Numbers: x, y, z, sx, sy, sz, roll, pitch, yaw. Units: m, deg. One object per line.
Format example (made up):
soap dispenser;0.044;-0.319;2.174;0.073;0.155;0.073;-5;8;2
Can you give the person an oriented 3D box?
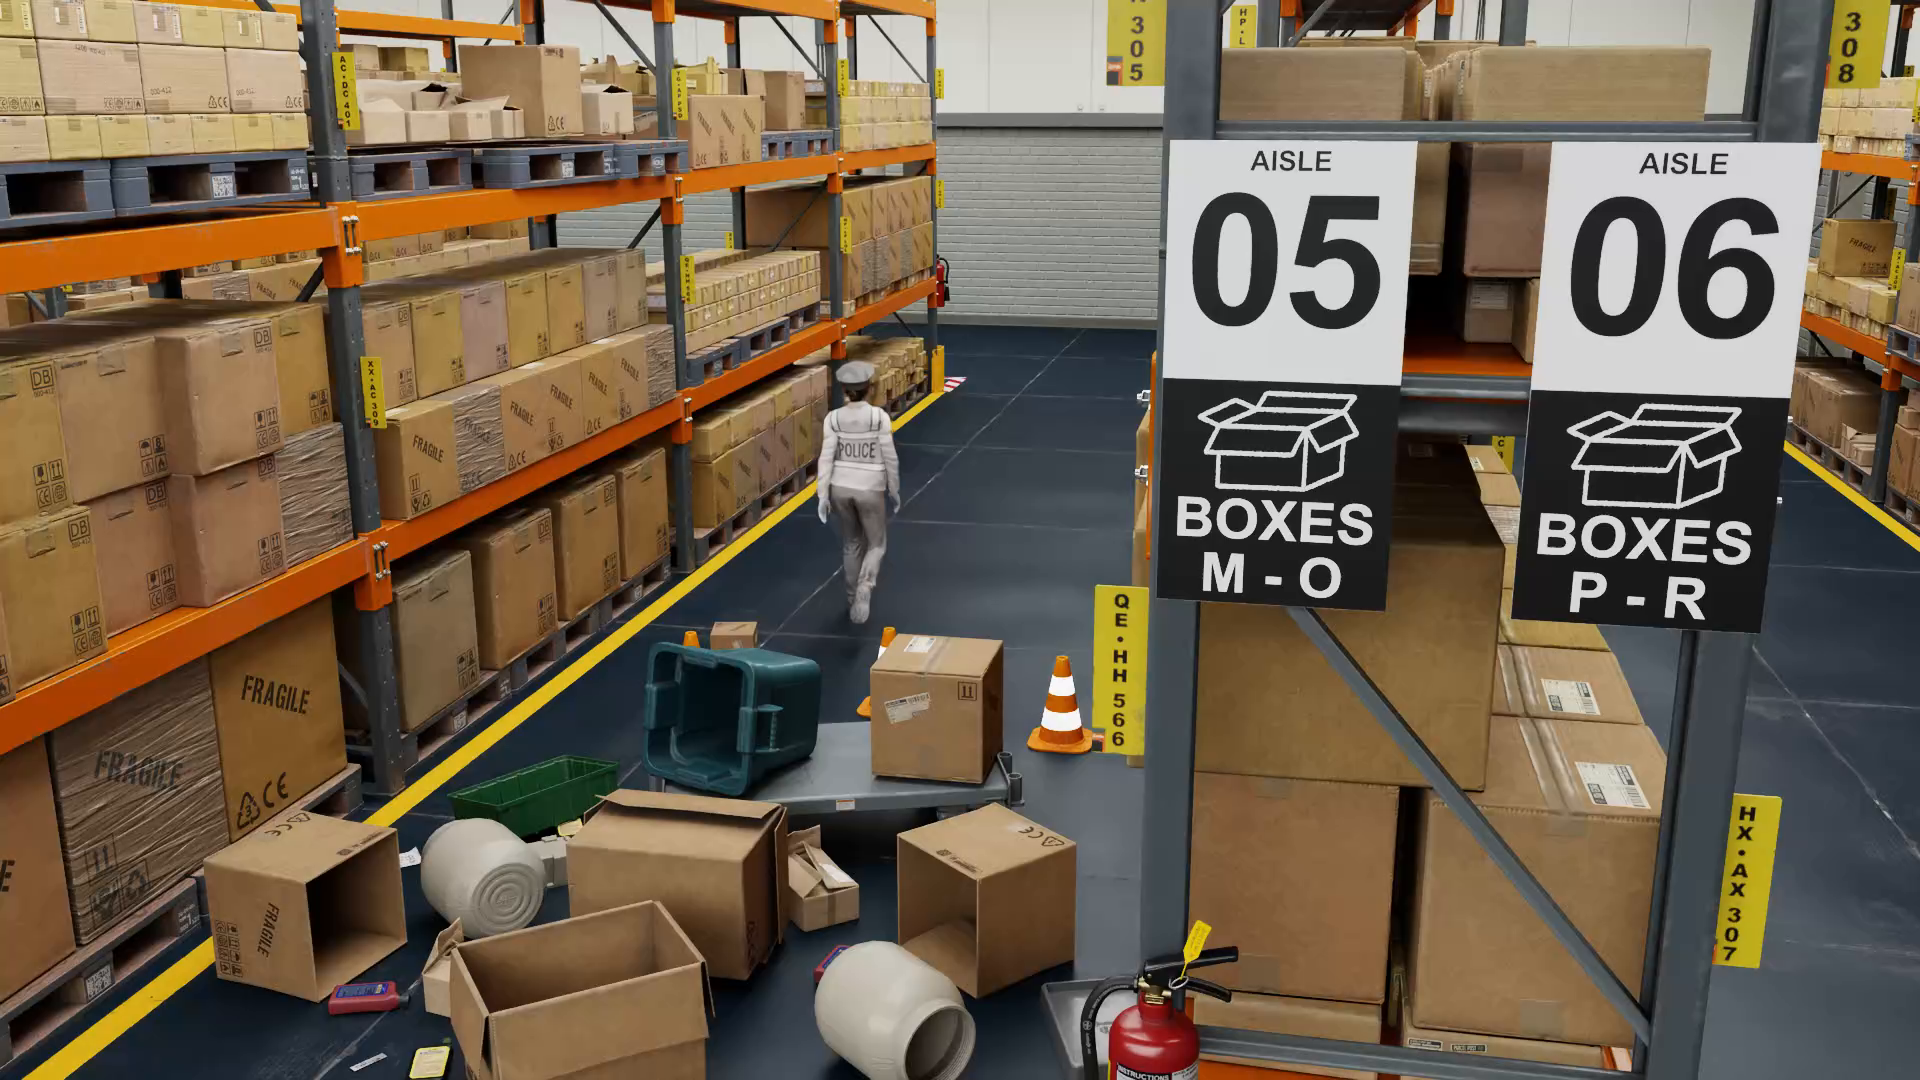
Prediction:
person;-0.655;-0.299;10.568;0.509;1.653;0.781;3;15;10
